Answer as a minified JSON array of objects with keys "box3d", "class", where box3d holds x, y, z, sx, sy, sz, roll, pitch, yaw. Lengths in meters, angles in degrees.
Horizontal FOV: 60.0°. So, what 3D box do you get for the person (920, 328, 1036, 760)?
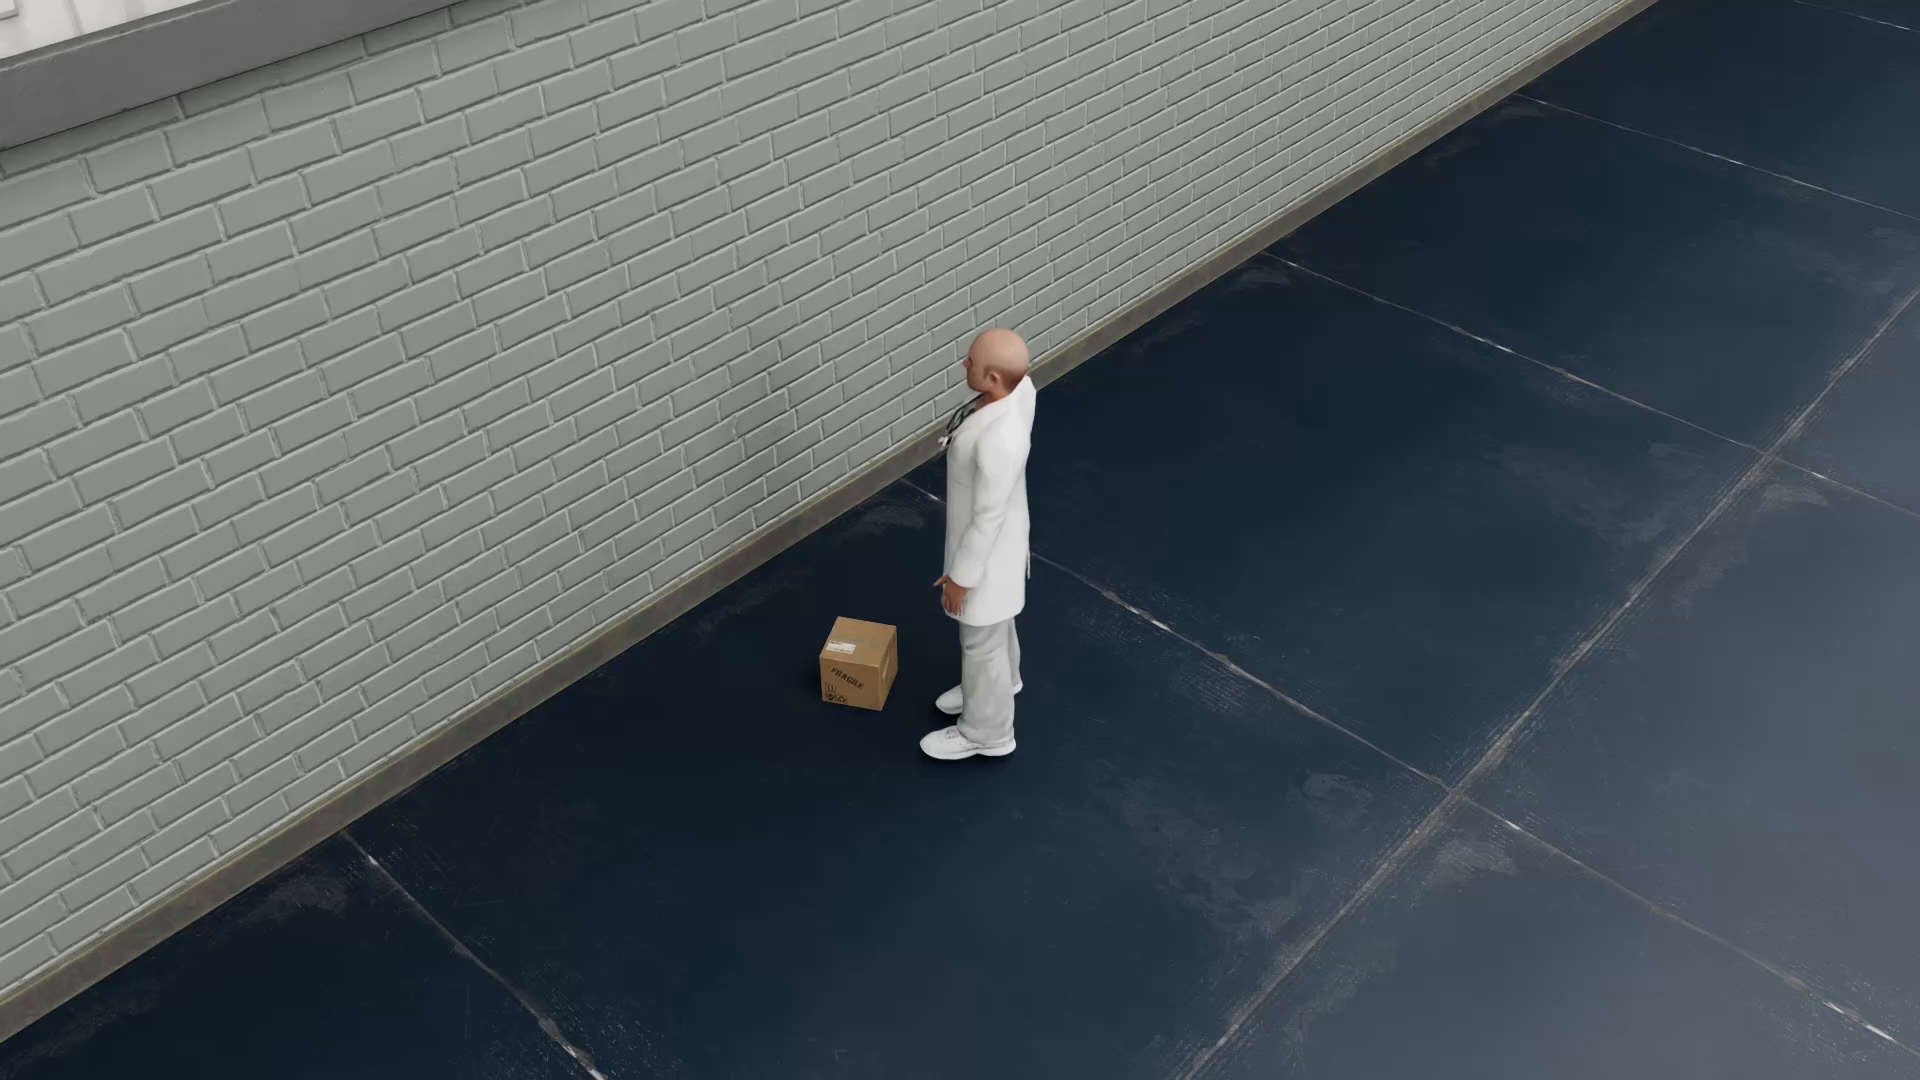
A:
[{"box3d":[0.060,0.001,6.140,0.396,1.792,0.628,3,39,4],"class":"person"}]
